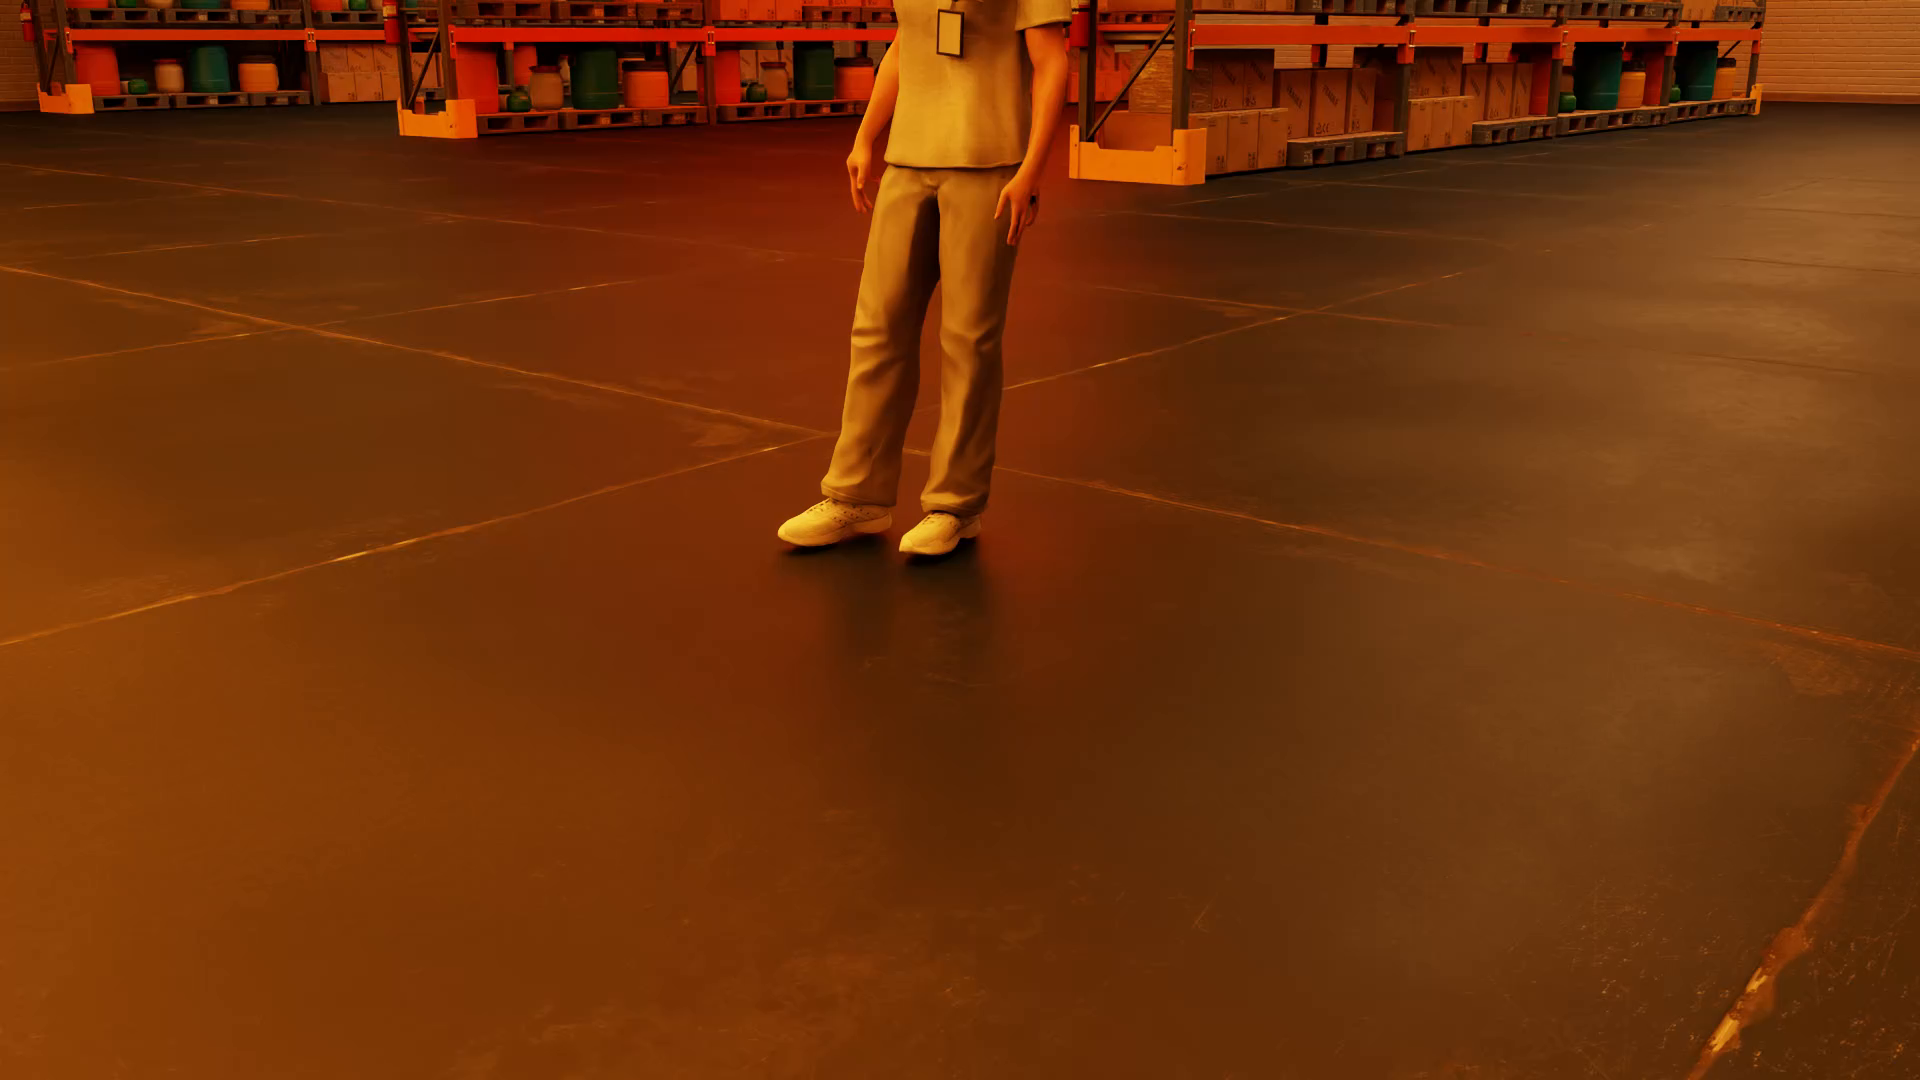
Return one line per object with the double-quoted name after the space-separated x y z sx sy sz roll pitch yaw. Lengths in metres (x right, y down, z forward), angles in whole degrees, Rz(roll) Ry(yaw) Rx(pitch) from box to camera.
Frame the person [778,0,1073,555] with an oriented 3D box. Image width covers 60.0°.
-0.058 -0.790 3.651 0.549 1.663 0.548 13 21 37 "person"
